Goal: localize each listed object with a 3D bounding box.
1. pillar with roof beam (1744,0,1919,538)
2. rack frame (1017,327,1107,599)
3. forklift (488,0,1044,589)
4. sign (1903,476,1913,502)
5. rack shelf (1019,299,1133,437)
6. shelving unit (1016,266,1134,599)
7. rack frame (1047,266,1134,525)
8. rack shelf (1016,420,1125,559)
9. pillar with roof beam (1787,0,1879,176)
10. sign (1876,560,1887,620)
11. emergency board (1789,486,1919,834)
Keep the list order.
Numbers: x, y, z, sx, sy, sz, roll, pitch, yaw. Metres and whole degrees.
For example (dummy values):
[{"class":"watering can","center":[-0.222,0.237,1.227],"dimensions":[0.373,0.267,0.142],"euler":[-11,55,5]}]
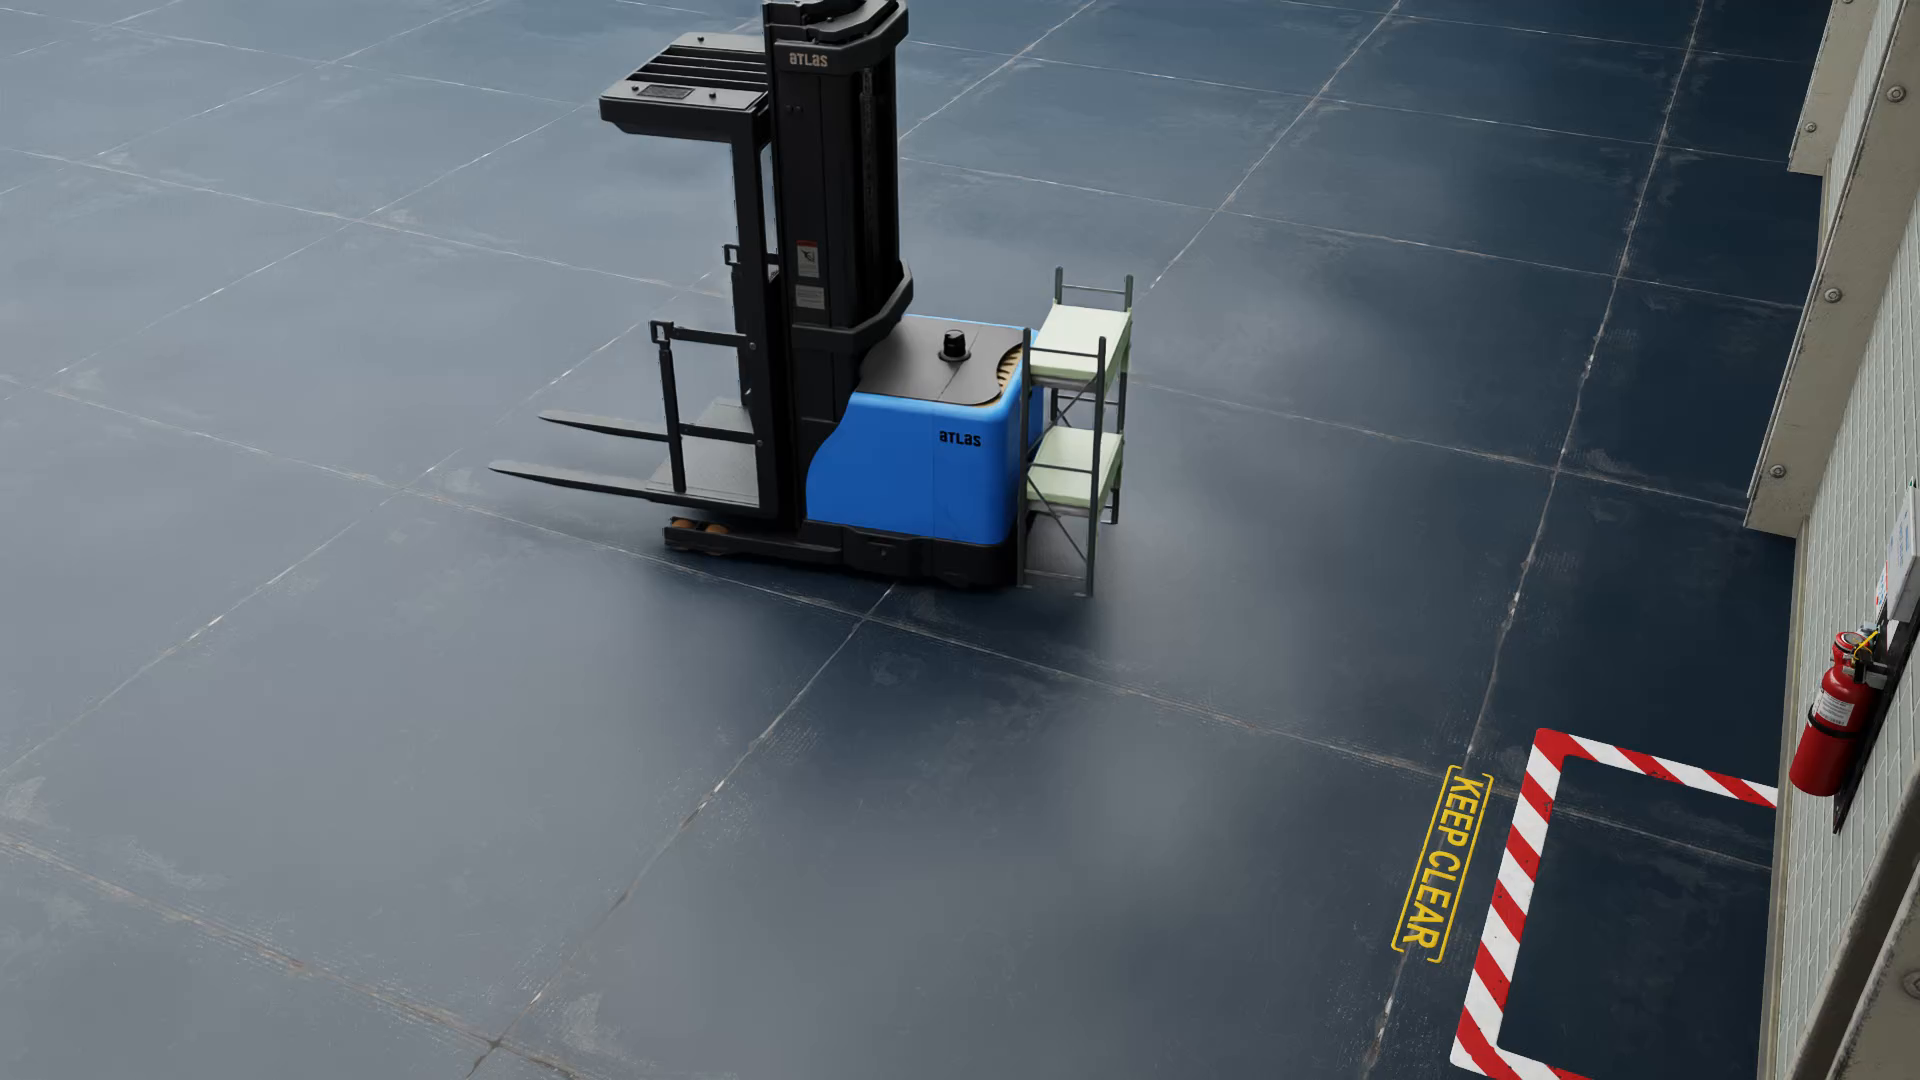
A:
[{"class":"pillar with roof beam","center":[0.661,-4.886,8.364],"dimensions":[9.100,9.000,0.400],"euler":[14,36,20]},{"class":"rack frame","center":[0.495,-0.356,8.292],"dimensions":[0.400,1.500,0.023],"euler":[8,34,12]},{"class":"forklift","center":[-1.106,-1.410,8.595],"dimensions":[3.031,2.935,1.130],"euler":[8,34,12]},{"class":"sign","center":[3.445,-0.112,6.037],"dimensions":[0.001,0.109,0.331],"euler":[14,36,20]},{"class":"rack shelf","center":[0.590,-0.876,8.374],"dimensions":[0.431,0.370,0.720],"euler":[8,34,12]},{"class":"shelving unit","center":[0.589,-0.549,8.588],"dimensions":[0.431,1.500,0.755],"euler":[8,34,12]},{"class":"rack frame","center":[0.684,-0.743,8.884],"dimensions":[0.400,1.500,0.023],"euler":[8,34,12]},{"class":"rack shelf","center":[0.589,-0.277,8.767],"dimensions":[0.431,0.370,0.720],"euler":[8,34,12]},{"class":"pillar with roof beam","center":[3.172,-7.875,12.921],"dimensions":[9.100,9.000,0.400],"euler":[14,36,20]},{"class":"sign","center":[3.455,0.110,6.183],"dimensions":[0.001,0.329,0.234],"euler":[14,36,20]},{"class":"emergency board","center":[3.130,0.376,5.809],"dimensions":[0.194,1.169,0.643],"euler":[14,36,20]}]
